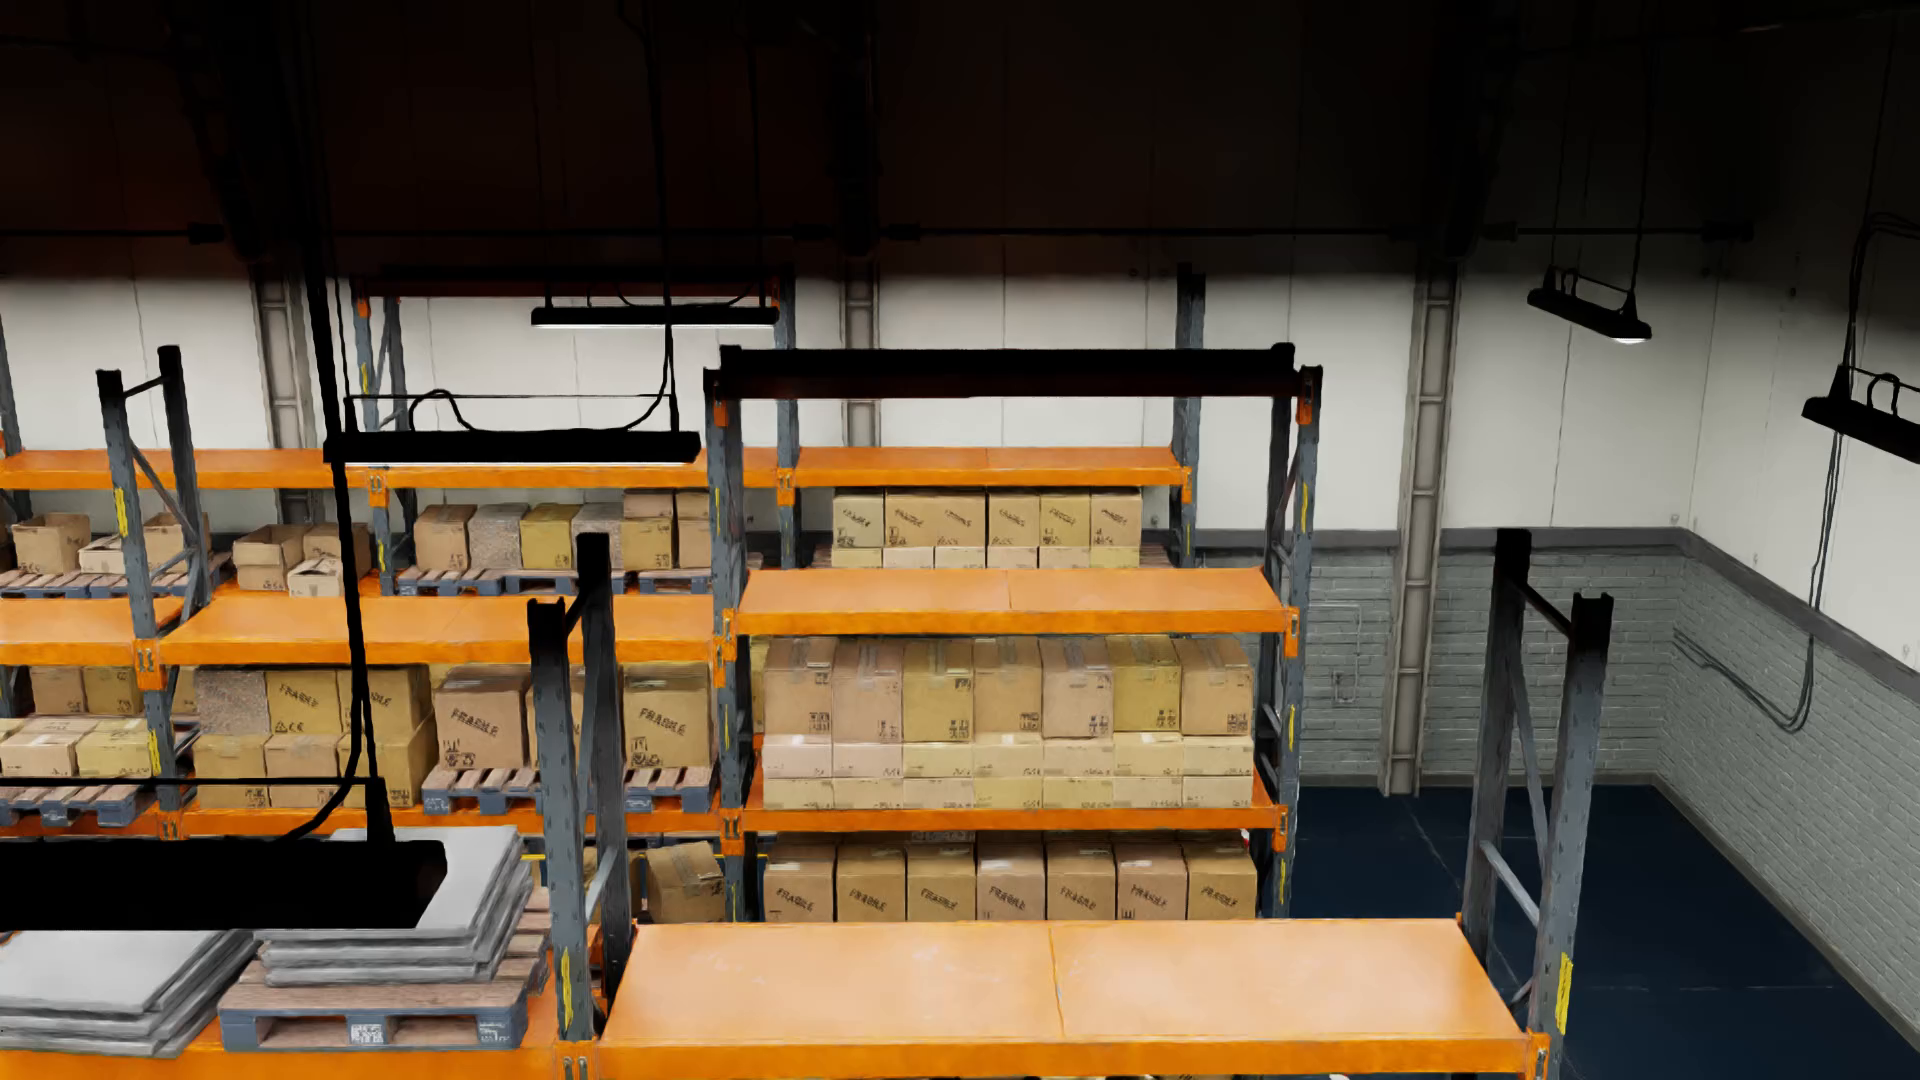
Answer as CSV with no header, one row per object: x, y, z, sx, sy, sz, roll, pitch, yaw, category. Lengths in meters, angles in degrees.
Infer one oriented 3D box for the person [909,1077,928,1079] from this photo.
-0.206,4.277,11.072,0.947,1.539,0.432,-1,16,-2,person
